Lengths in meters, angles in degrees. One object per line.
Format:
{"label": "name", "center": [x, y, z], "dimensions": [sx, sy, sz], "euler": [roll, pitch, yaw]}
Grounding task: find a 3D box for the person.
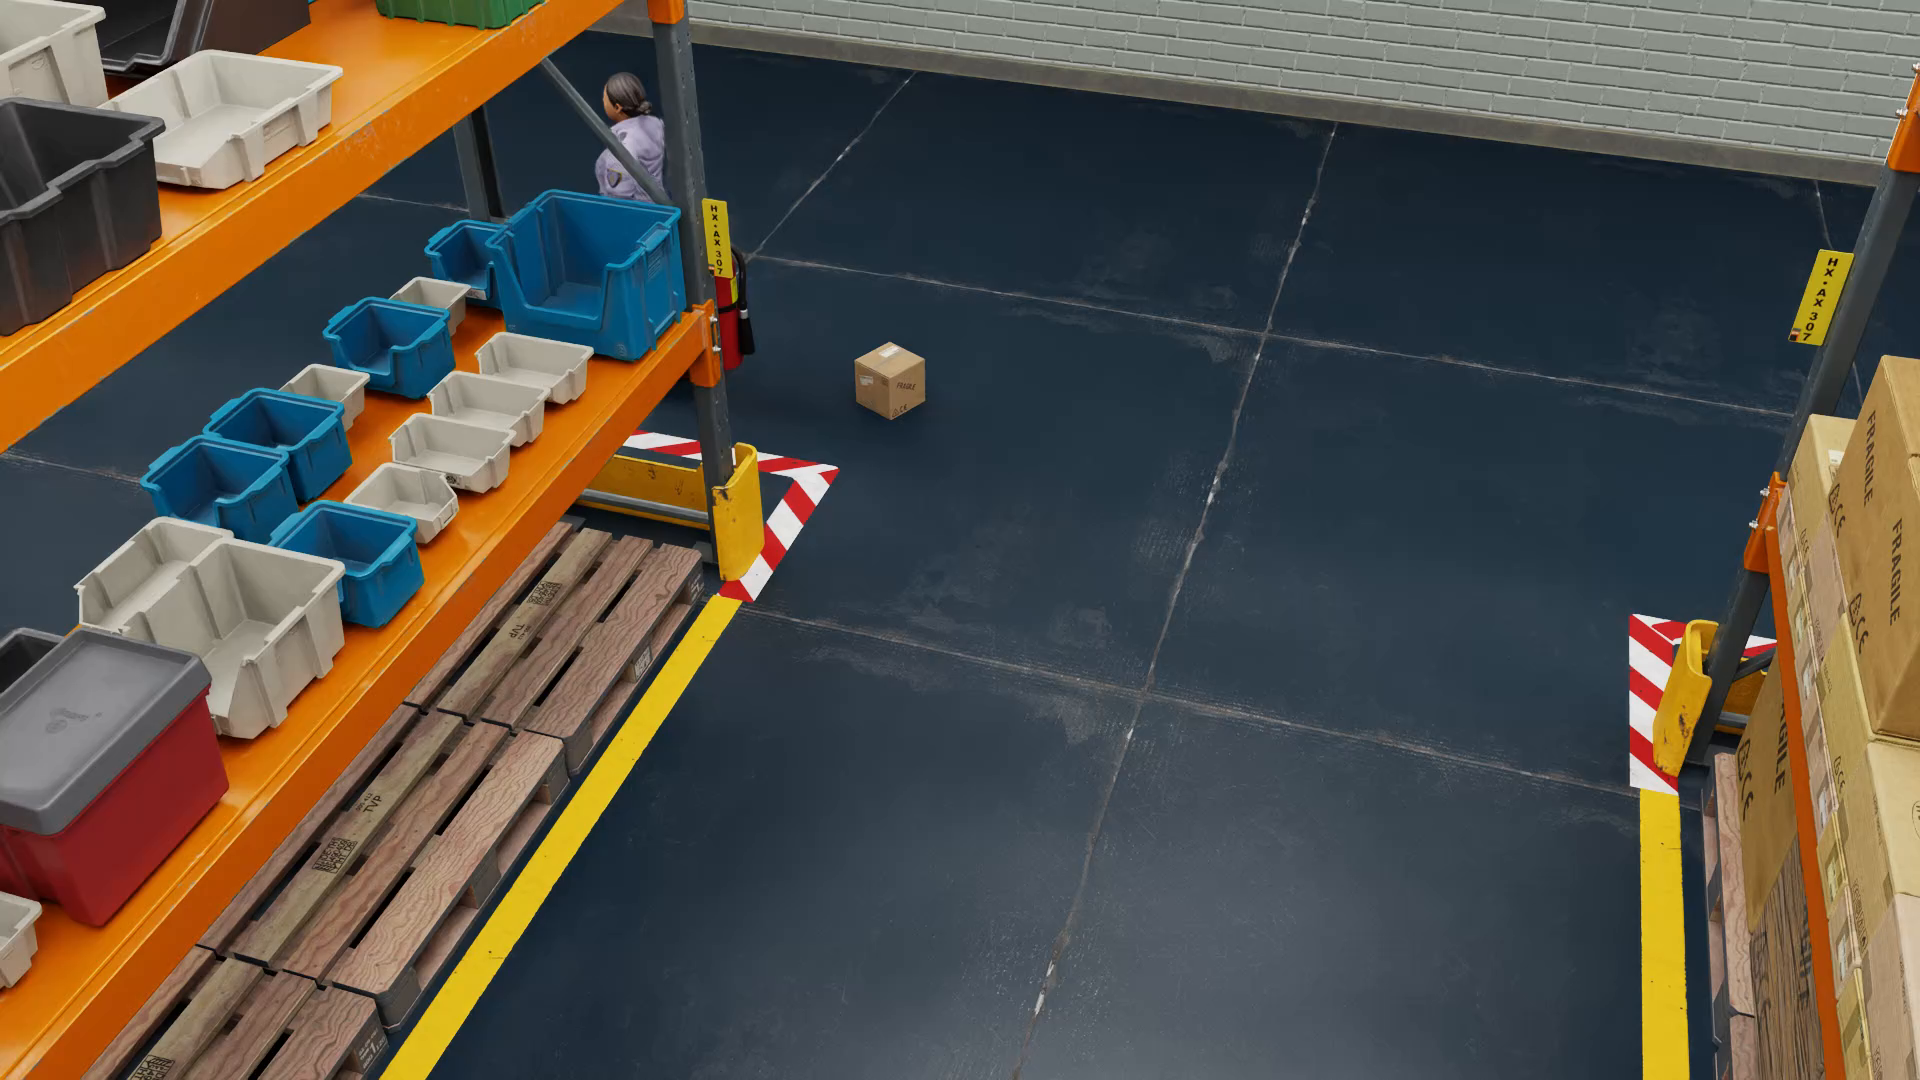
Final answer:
{"label": "person", "center": [-1.589, -1.437, 8.058], "dimensions": [0.453, 1.689, 0.595], "euler": [13, 39, 16]}
